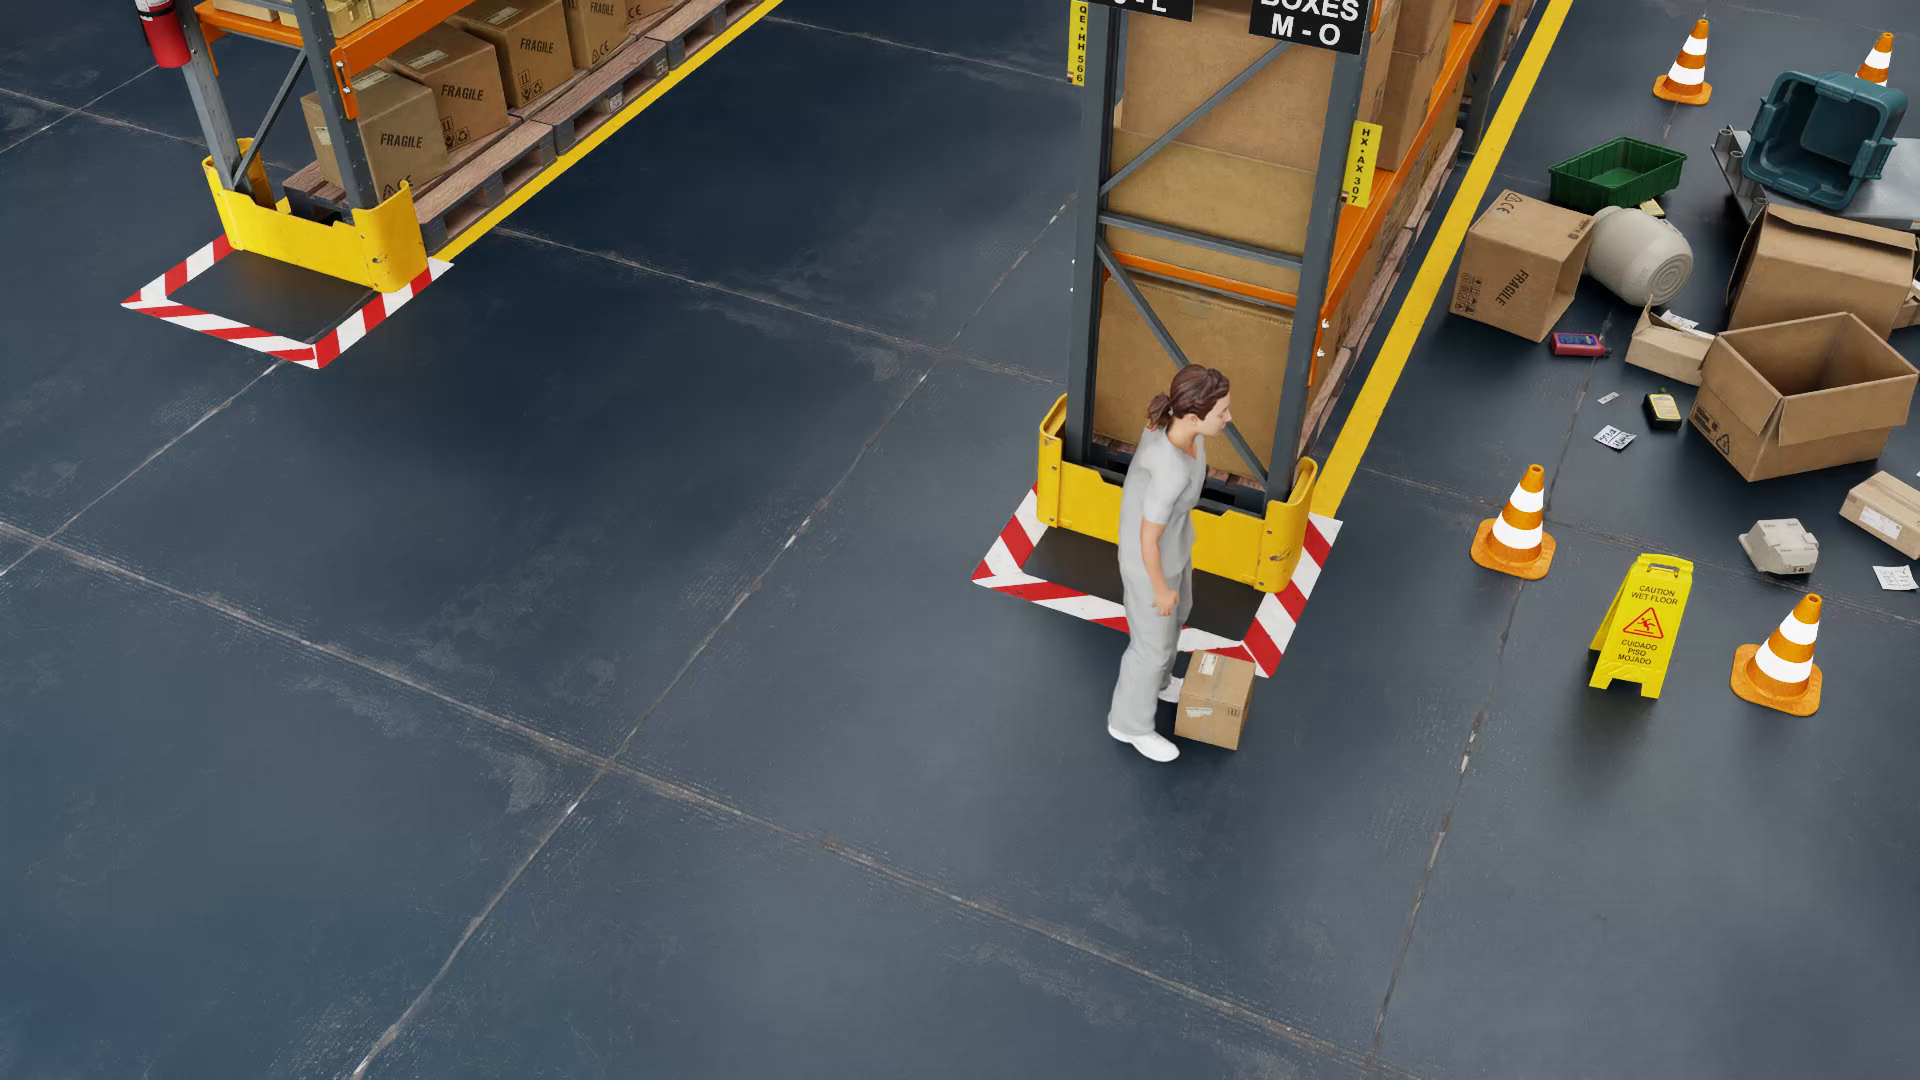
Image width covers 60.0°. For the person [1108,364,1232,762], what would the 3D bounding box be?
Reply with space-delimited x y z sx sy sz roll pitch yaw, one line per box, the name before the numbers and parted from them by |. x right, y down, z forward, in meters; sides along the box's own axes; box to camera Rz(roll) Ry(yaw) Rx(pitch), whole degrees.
person | 0.754 0.060 6.095 0.353 1.673 0.512 12 44 13
